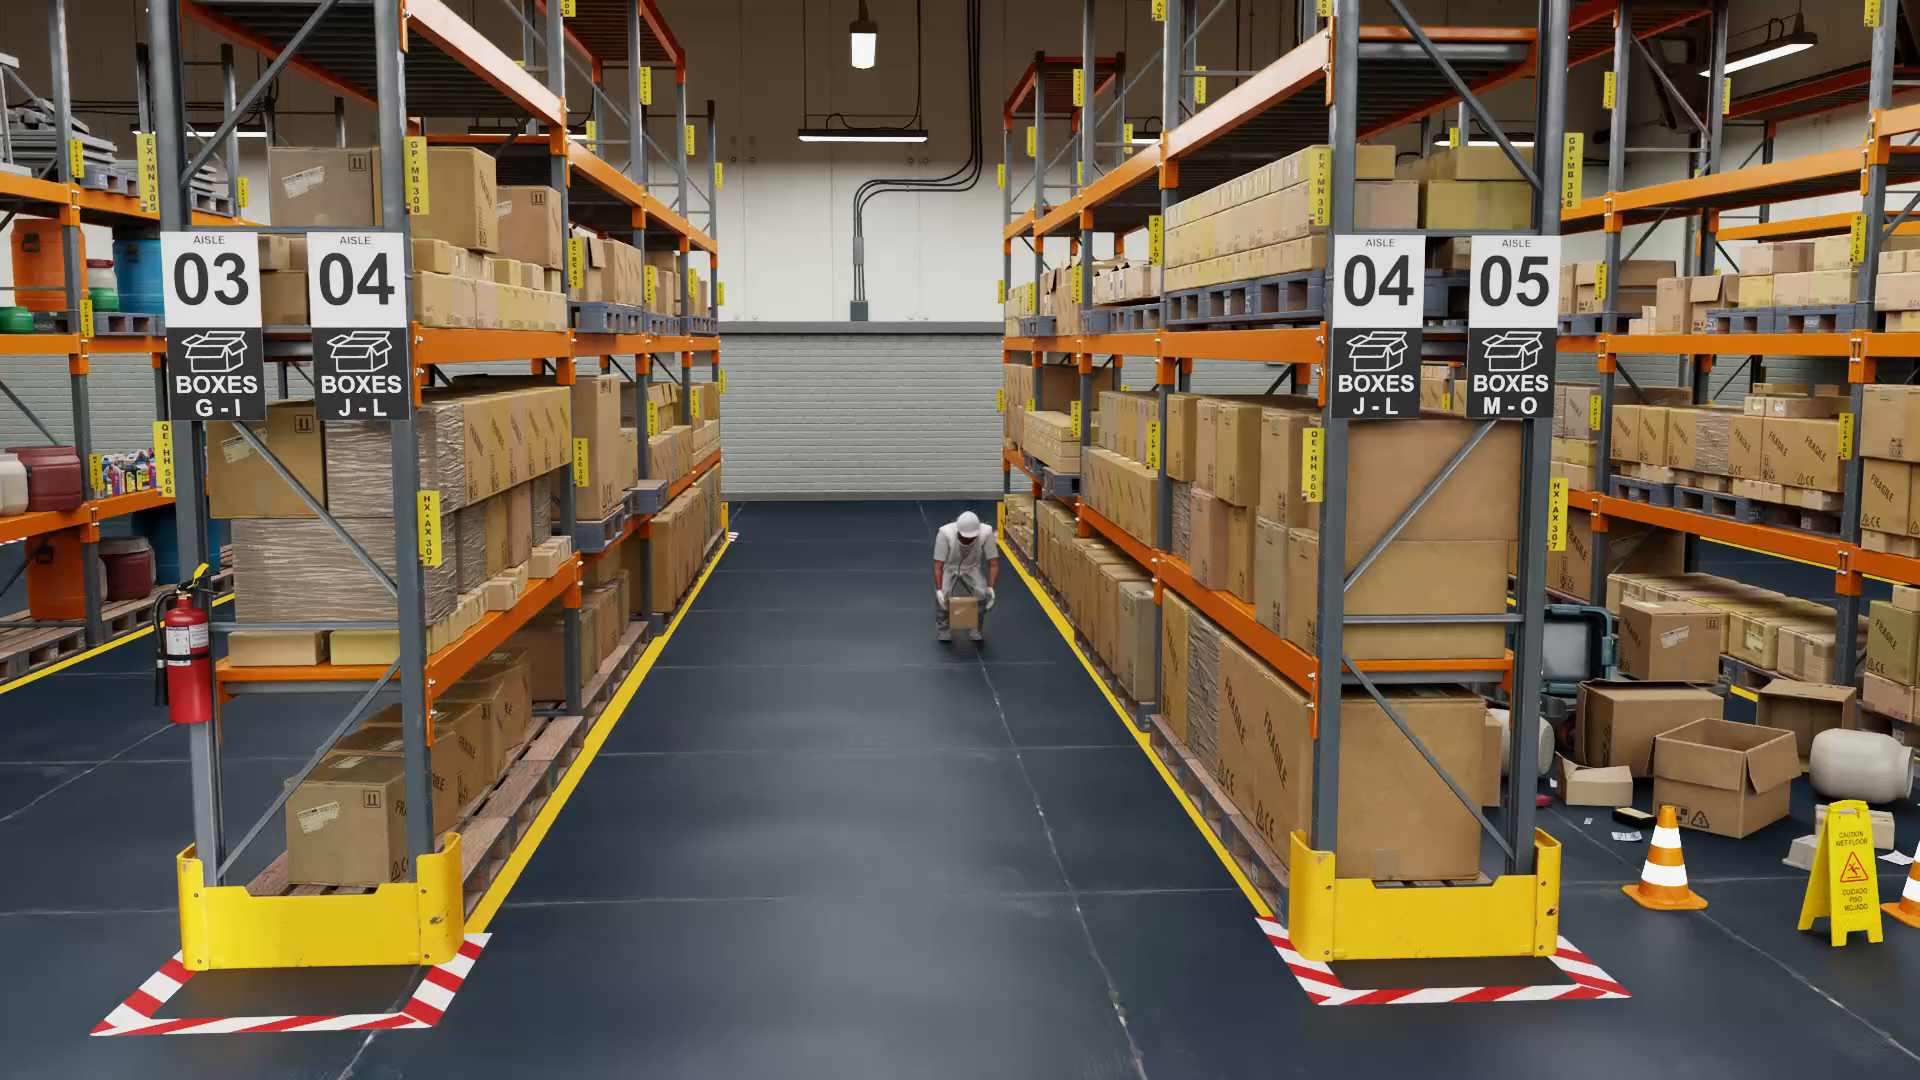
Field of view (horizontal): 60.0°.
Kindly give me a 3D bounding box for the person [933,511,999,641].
[{"bbox_3d":[0.047,0.320,15.290,0.603,1.236,0.840,0,7,-4],"label":"person"}]
